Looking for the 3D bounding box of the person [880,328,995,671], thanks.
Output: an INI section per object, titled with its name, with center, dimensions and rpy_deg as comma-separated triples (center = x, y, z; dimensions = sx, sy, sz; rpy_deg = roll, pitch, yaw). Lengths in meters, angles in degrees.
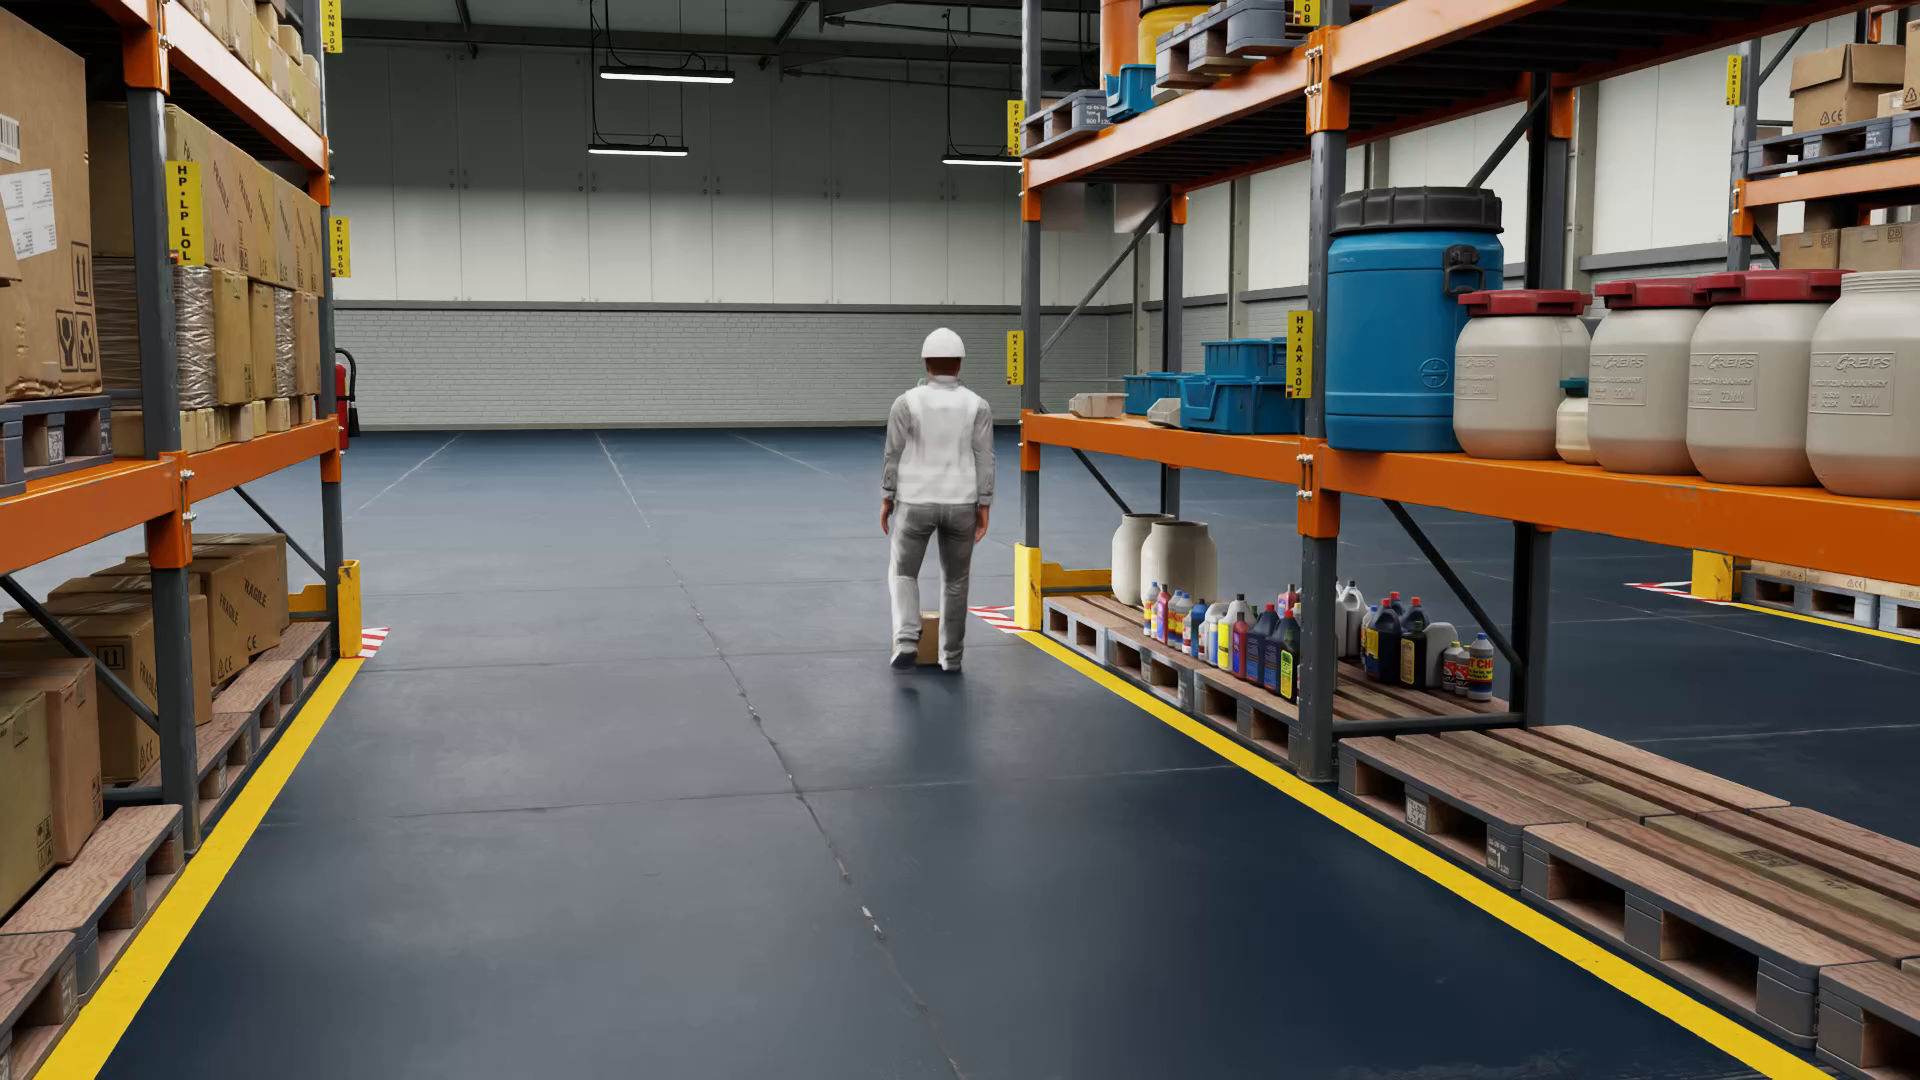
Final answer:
[person]
center = -0.123, -0.188, 8.455
dimensions = 0.565, 1.762, 0.703
rpy_deg = -1, 6, -9
